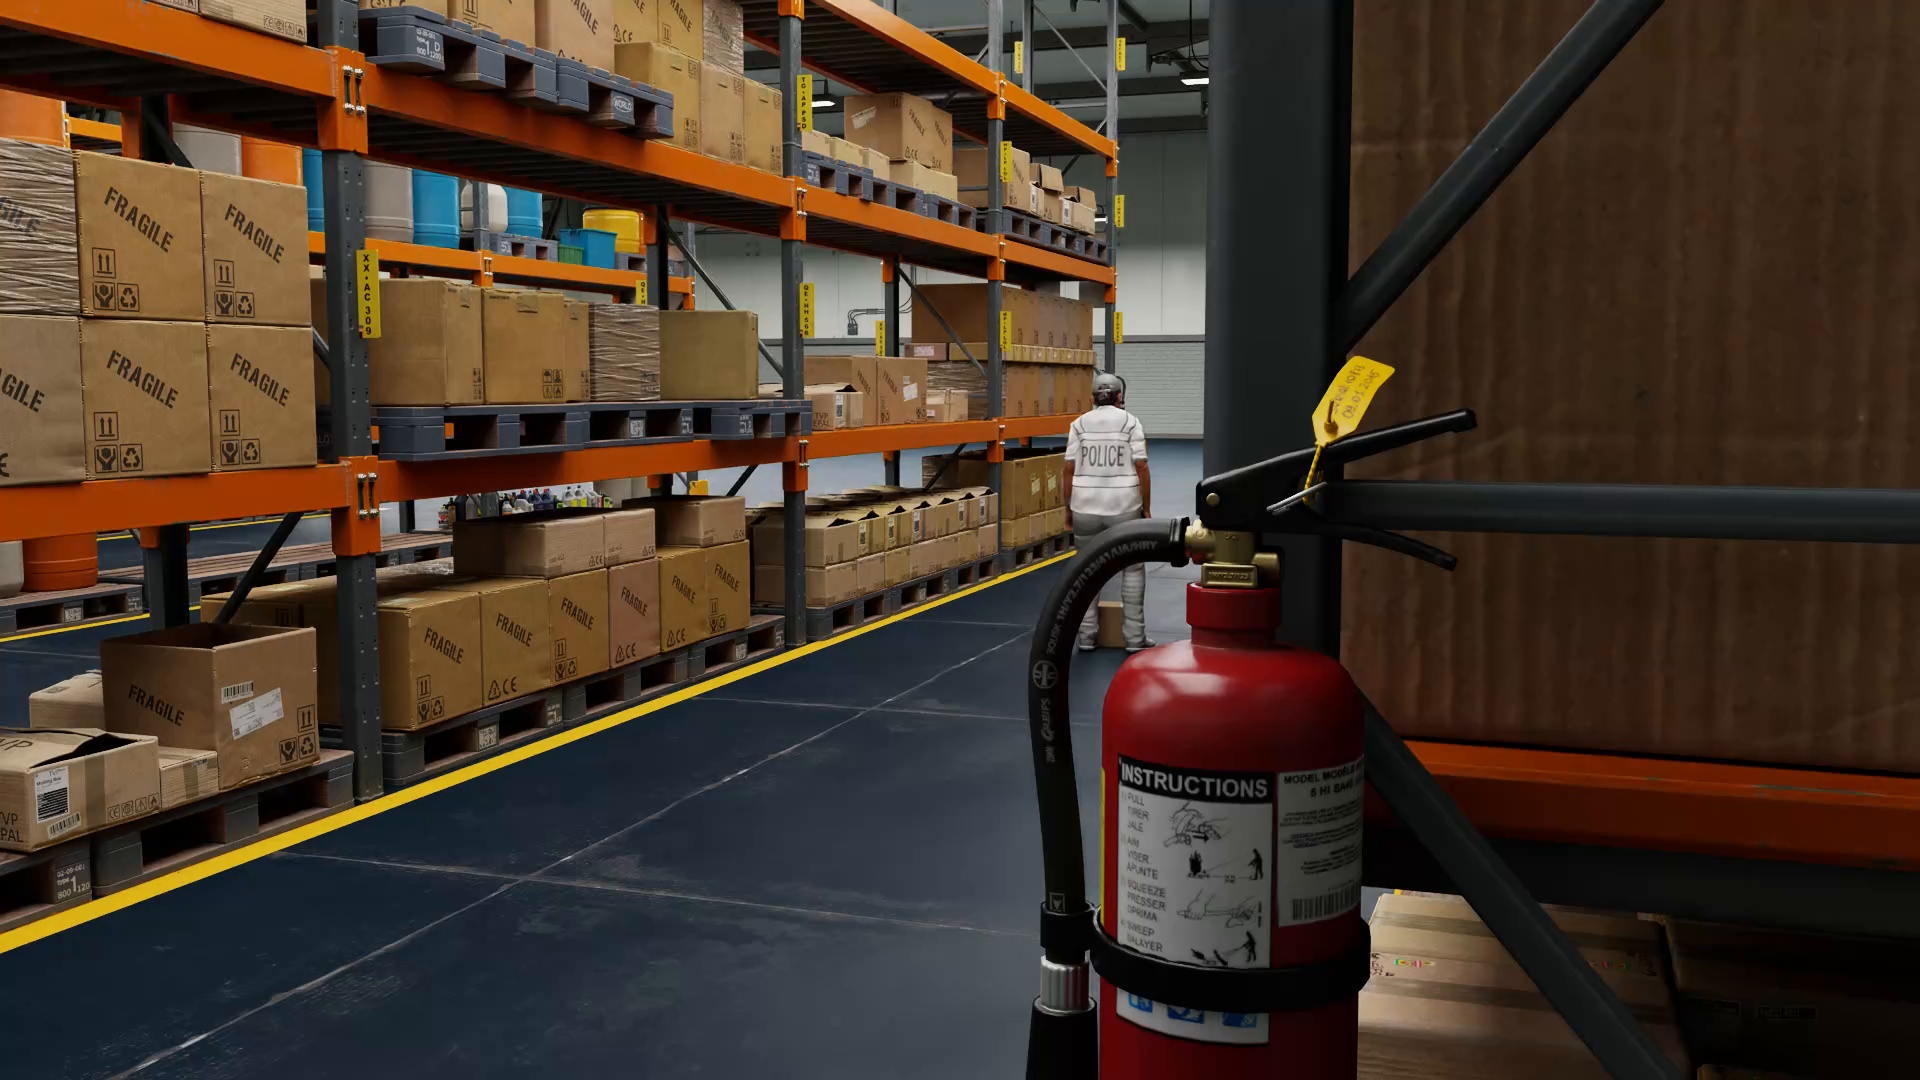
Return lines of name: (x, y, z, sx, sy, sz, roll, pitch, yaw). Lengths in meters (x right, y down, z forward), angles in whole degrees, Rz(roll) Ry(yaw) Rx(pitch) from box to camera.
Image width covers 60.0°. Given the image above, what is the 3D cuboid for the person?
person: (0.901, -0.165, 9.986, 0.561, 1.665, 0.471, 1, 6, 15)
